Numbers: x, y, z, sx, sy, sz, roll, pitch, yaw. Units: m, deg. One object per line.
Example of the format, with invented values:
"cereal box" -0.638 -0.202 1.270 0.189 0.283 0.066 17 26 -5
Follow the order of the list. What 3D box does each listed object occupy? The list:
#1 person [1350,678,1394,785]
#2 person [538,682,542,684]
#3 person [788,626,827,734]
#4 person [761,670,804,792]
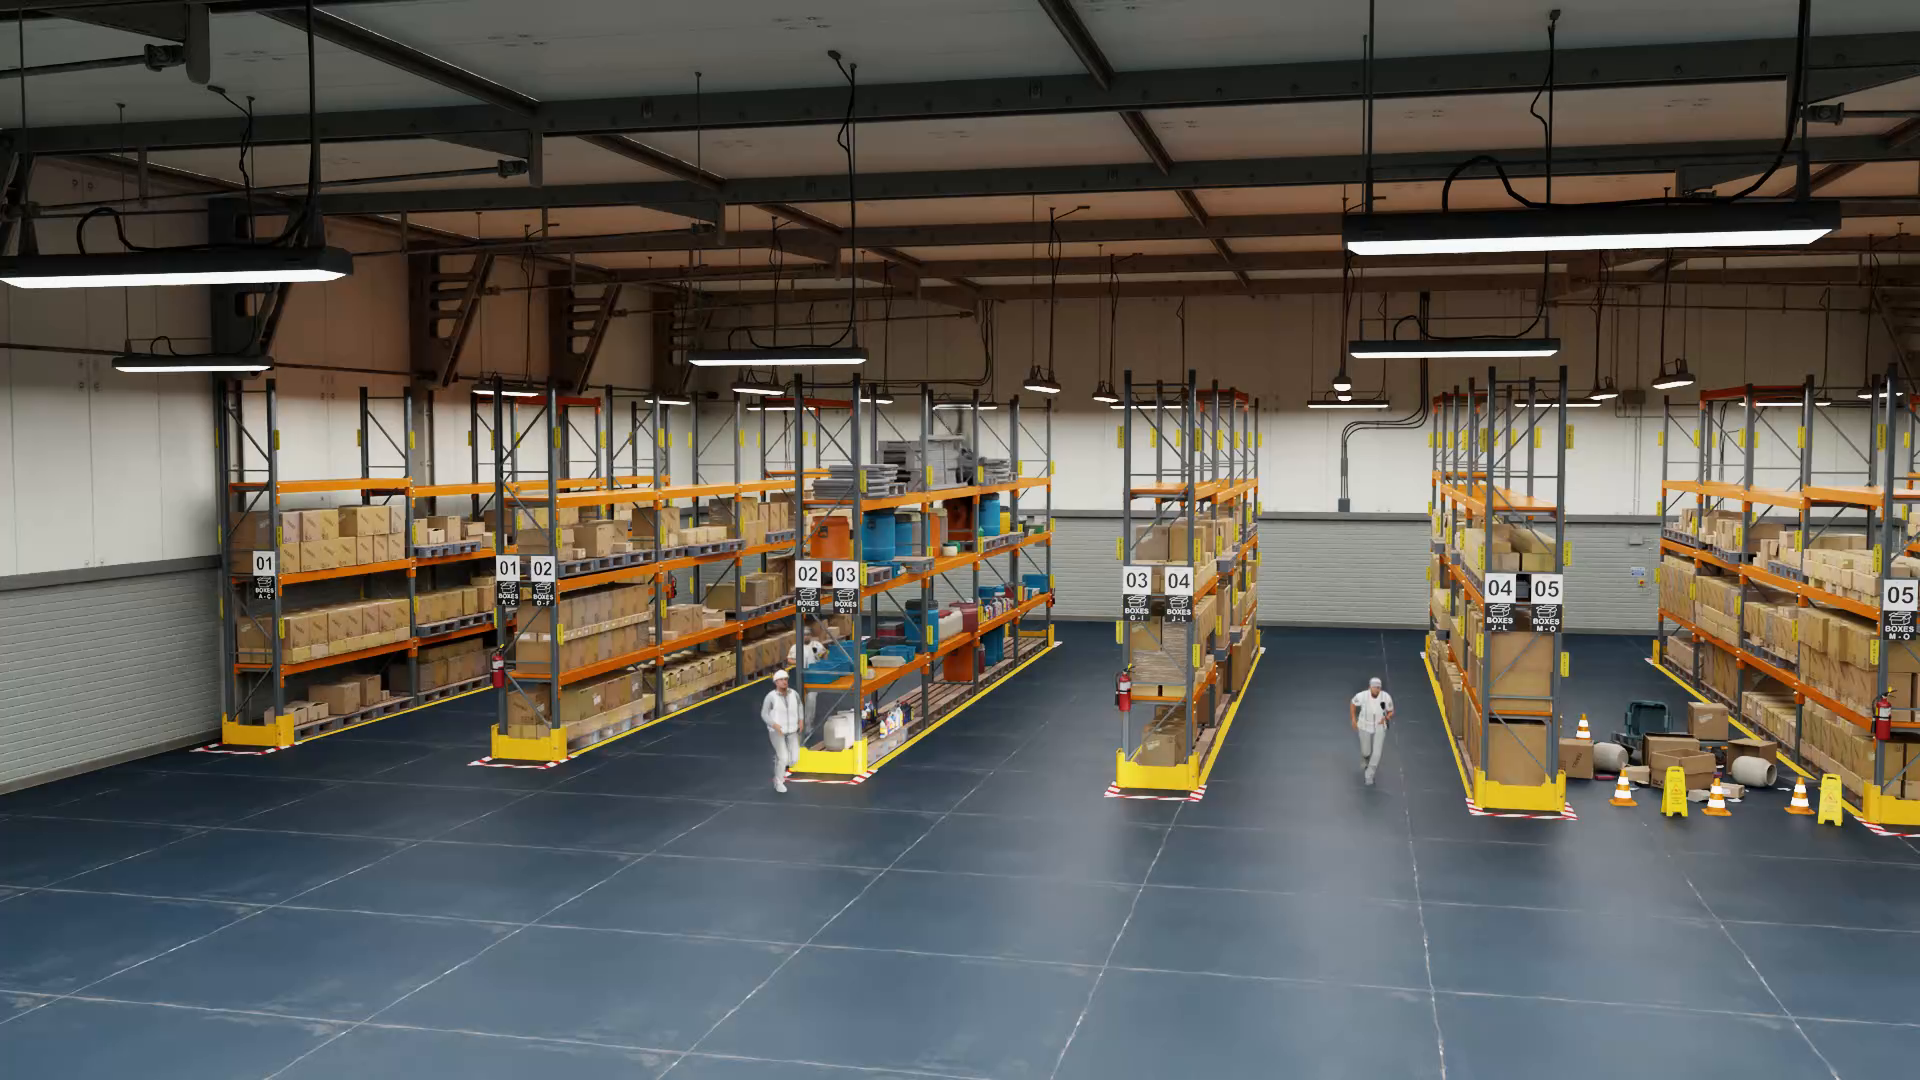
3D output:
"person" 5.991 2.776 24.173 0.595 1.598 0.696 0 3 3
"person" -7.588 2.321 30.204 0.668 1.842 0.861 0 3 8
"person" -2.641 2.378 28.741 0.642 1.817 0.915 0 3 4
"person" -2.534 2.719 23.798 0.685 1.741 0.648 -2 4 -31
